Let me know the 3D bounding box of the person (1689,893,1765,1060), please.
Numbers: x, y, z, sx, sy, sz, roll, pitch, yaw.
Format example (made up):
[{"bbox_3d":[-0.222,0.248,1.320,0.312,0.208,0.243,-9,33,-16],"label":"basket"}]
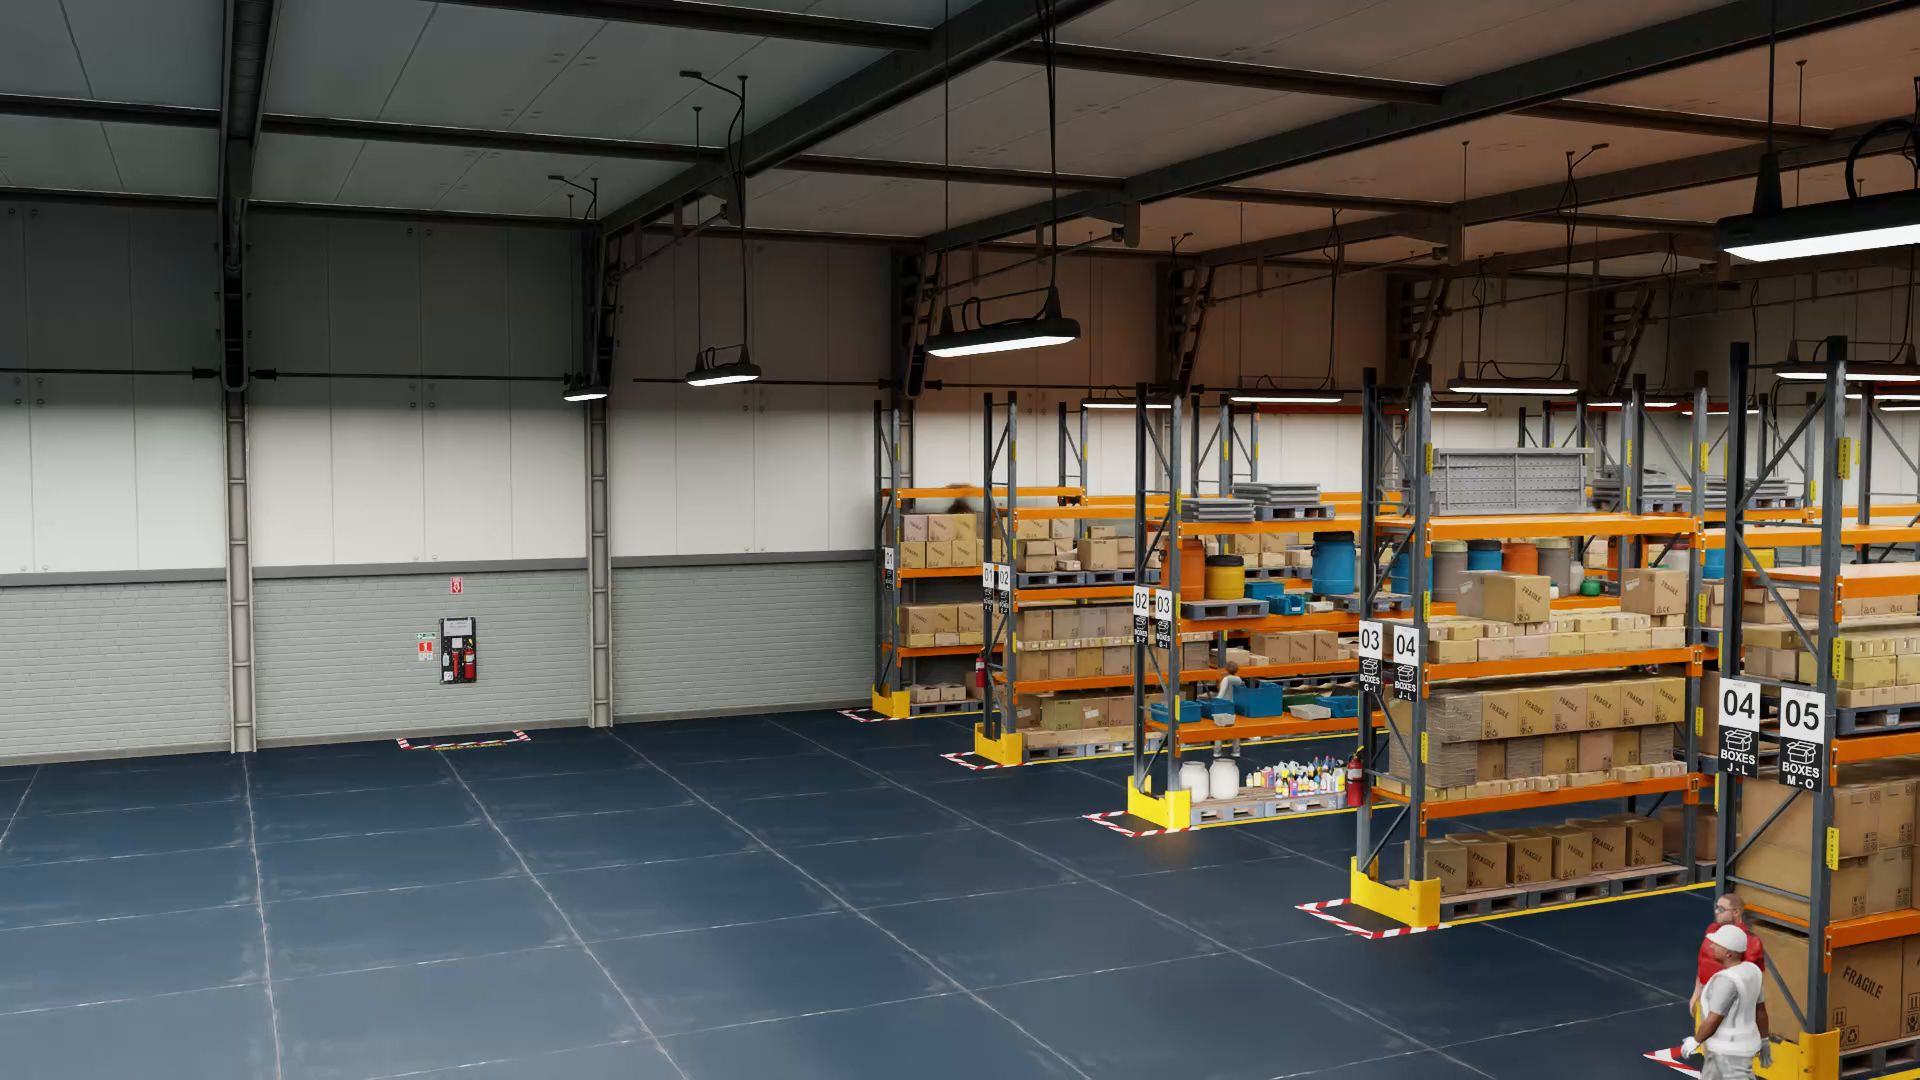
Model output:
[{"bbox_3d":[5.847,3.570,12.690,0.354,1.745,0.579,-1,3,-17],"label":"person"}]

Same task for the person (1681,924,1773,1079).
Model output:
[{"bbox_3d":[5.416,3.577,11.845,1.079,1.716,0.562,3,4,39],"label":"person"}]

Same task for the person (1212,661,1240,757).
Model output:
[{"bbox_3d":[4.367,2.778,27.332,0.487,1.598,0.392,-1,4,-21],"label":"person"}]

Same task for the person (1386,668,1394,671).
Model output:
[{"bbox_3d":[8.768,2.399,33.134,0.877,1.813,0.615,-1,4,-24],"label":"person"}]
